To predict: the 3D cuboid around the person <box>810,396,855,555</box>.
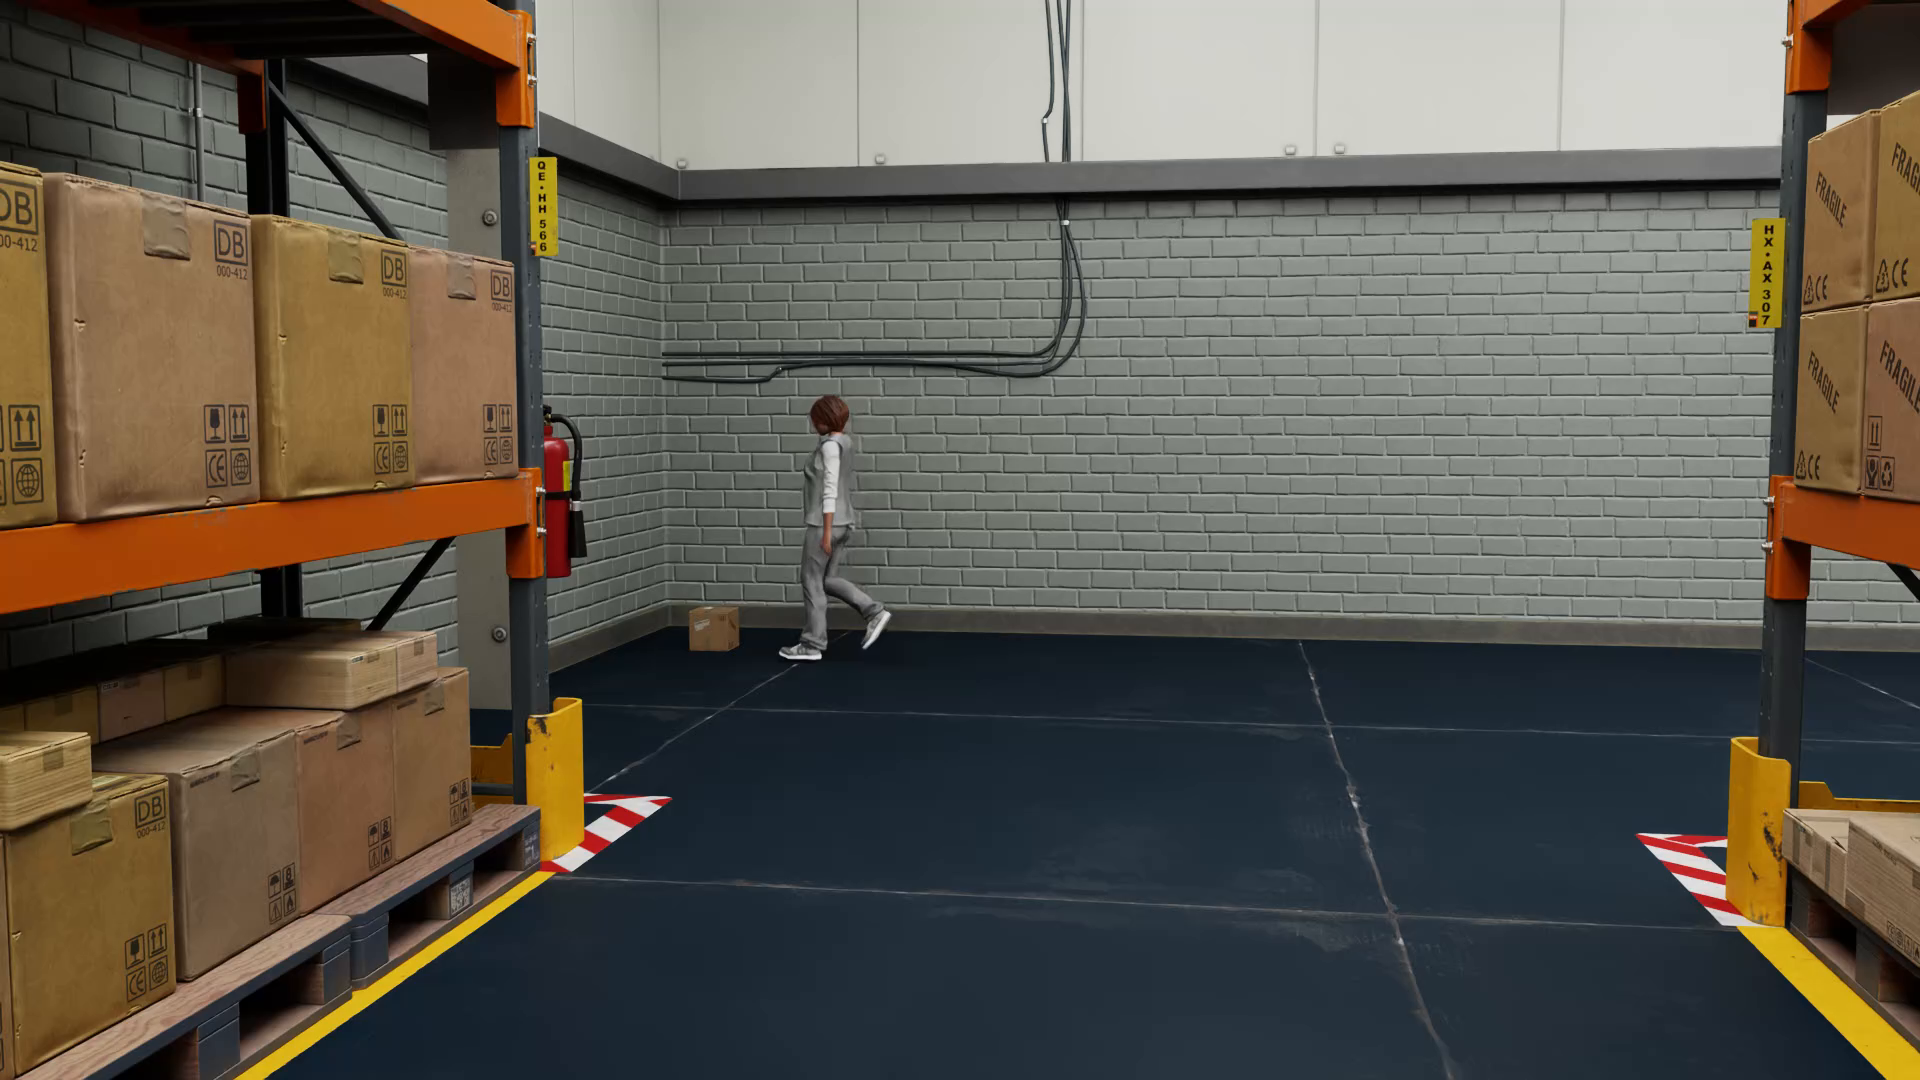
[{"bbox_3d":[-0.782,-0.389,9.902,0.270,0.928,0.449,1,5,17],"label":"person"}]
